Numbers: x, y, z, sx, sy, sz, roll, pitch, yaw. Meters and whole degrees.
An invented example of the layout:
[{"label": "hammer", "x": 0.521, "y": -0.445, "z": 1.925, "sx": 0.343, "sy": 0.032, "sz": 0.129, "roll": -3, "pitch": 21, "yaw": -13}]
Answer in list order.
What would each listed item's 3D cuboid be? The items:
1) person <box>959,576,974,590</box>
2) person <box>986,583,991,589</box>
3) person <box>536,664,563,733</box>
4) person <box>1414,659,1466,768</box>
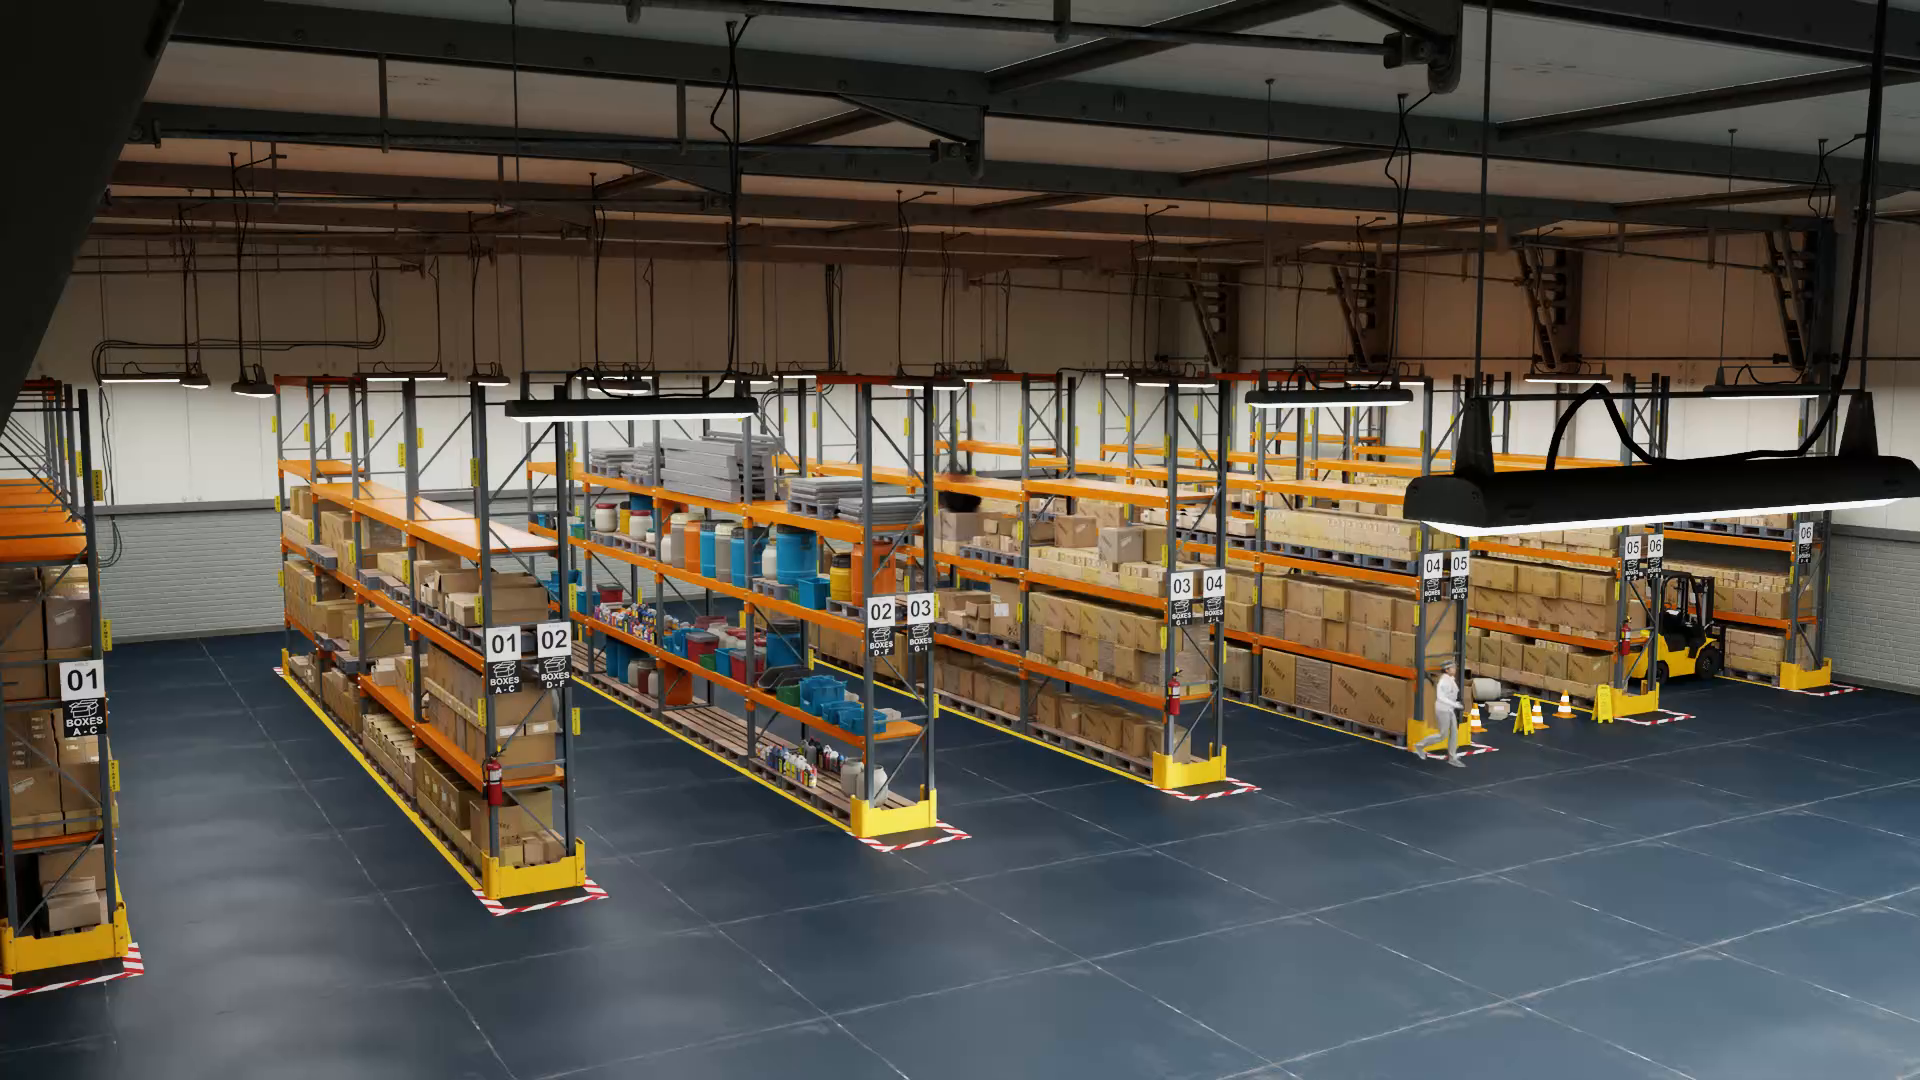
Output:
[{"label": "person", "x": 0.016, "y": 0.847, "z": 42.289, "sx": 0.834, "sy": 1.721, "sz": 0.760, "roll": 3, "pitch": 7, "yaw": 23}, {"label": "person", "x": 0.862, "y": 0.819, "z": 42.636, "sx": 0.744, "sy": 1.695, "sz": 0.671, "roll": -3, "pitch": 7, "yaw": -29}, {"label": "person", "x": -6.884, "y": 2.428, "z": 28.196, "sx": 0.613, "sy": 1.646, "sz": 0.579, "roll": -5, "pitch": 8, "yaw": -41}, {"label": "person", "x": 7.498, "y": 2.669, "z": 25.891, "sx": 0.802, "sy": 1.699, "sz": 0.656, "roll": 3, "pitch": 7, "yaw": 22}]
